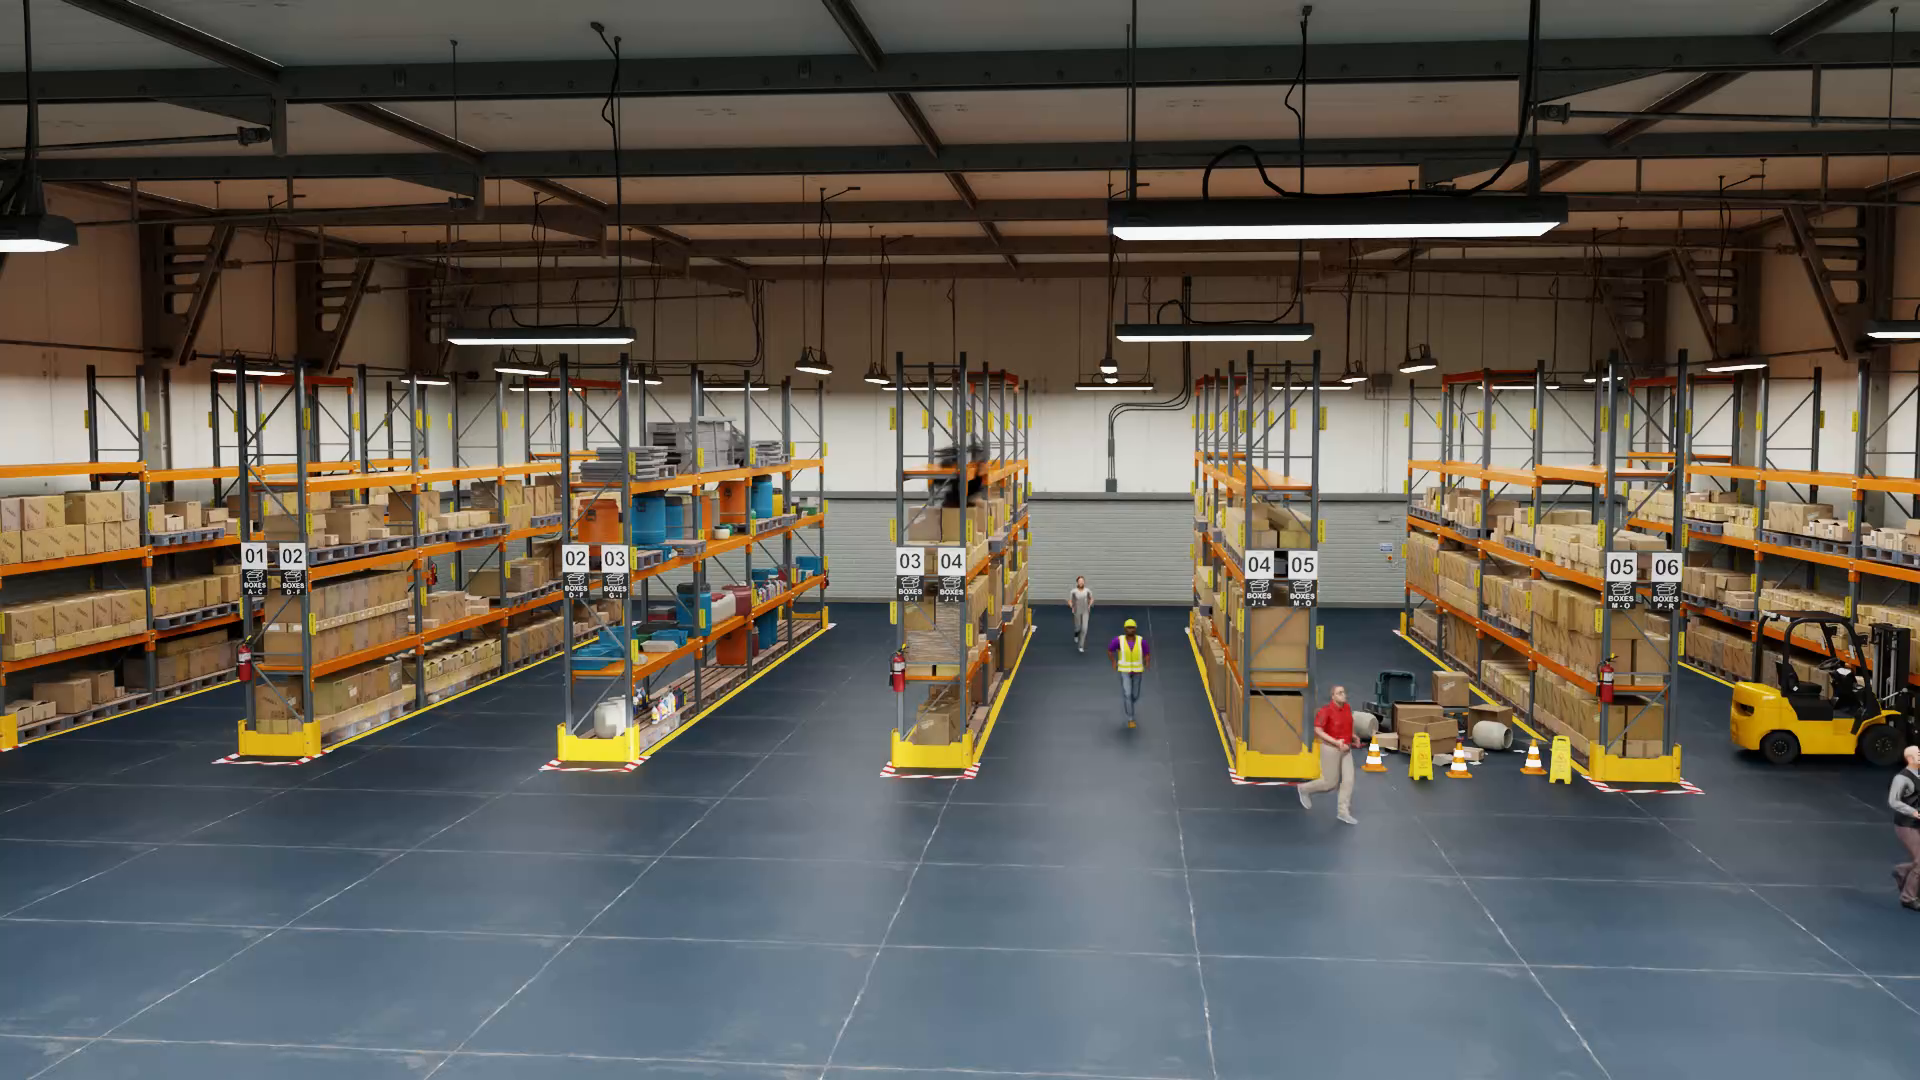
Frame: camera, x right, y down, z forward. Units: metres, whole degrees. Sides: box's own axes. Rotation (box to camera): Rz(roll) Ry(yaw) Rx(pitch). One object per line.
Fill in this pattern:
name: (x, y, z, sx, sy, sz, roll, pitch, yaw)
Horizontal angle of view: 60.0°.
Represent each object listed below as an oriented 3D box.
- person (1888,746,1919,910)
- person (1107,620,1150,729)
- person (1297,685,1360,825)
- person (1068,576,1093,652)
person: (9.832, 2.951, 17.083, 0.656, 1.673, 0.604, -2, 5, -27)
person: (2.800, 2.186, 27.478, 0.700, 1.762, 0.881, 0, 4, -5)
person: (4.712, 2.677, 20.958, 0.670, 1.726, 0.813, -3, 5, -35)
person: (2.649, 1.608, 36.449, 0.565, 1.642, 0.706, 0, 4, -3)
